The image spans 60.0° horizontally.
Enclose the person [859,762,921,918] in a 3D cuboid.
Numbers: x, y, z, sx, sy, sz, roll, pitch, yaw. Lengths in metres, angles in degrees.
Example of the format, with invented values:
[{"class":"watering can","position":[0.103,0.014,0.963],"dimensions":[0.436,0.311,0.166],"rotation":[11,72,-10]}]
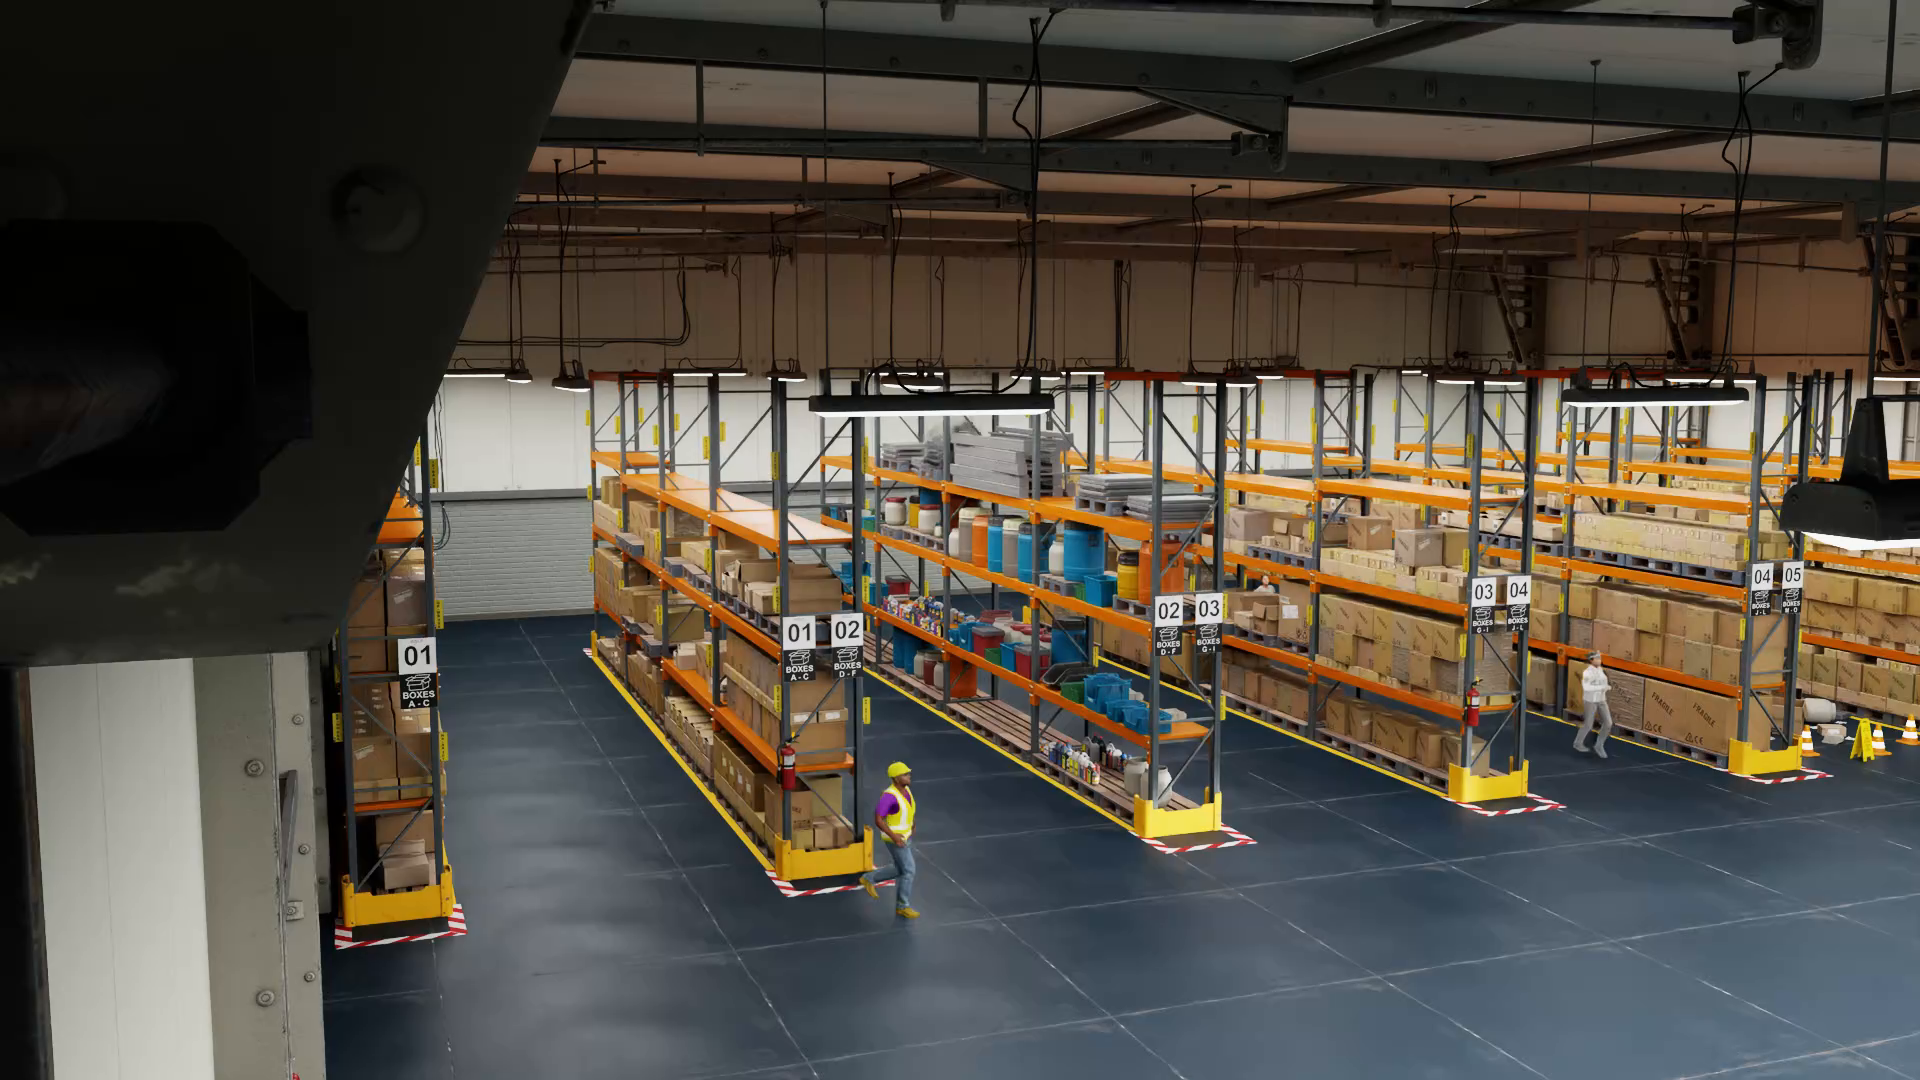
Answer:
[{"class":"person","position":[-0.787,3.371,18.859],"dimensions":[0.750,1.765,0.715],"rotation":[2,7,16]}]

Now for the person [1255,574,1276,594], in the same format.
[{"class":"person","position":[6.564,1.554,35.589],"dimensions":[0.571,1.675,0.709],"rotation":[-1,7,-12]}]

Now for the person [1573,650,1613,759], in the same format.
[{"class":"person","position":[9.997,2.580,26.163],"dimensions":[0.592,1.745,0.684],"rotation":[-3,7,-29]}]
